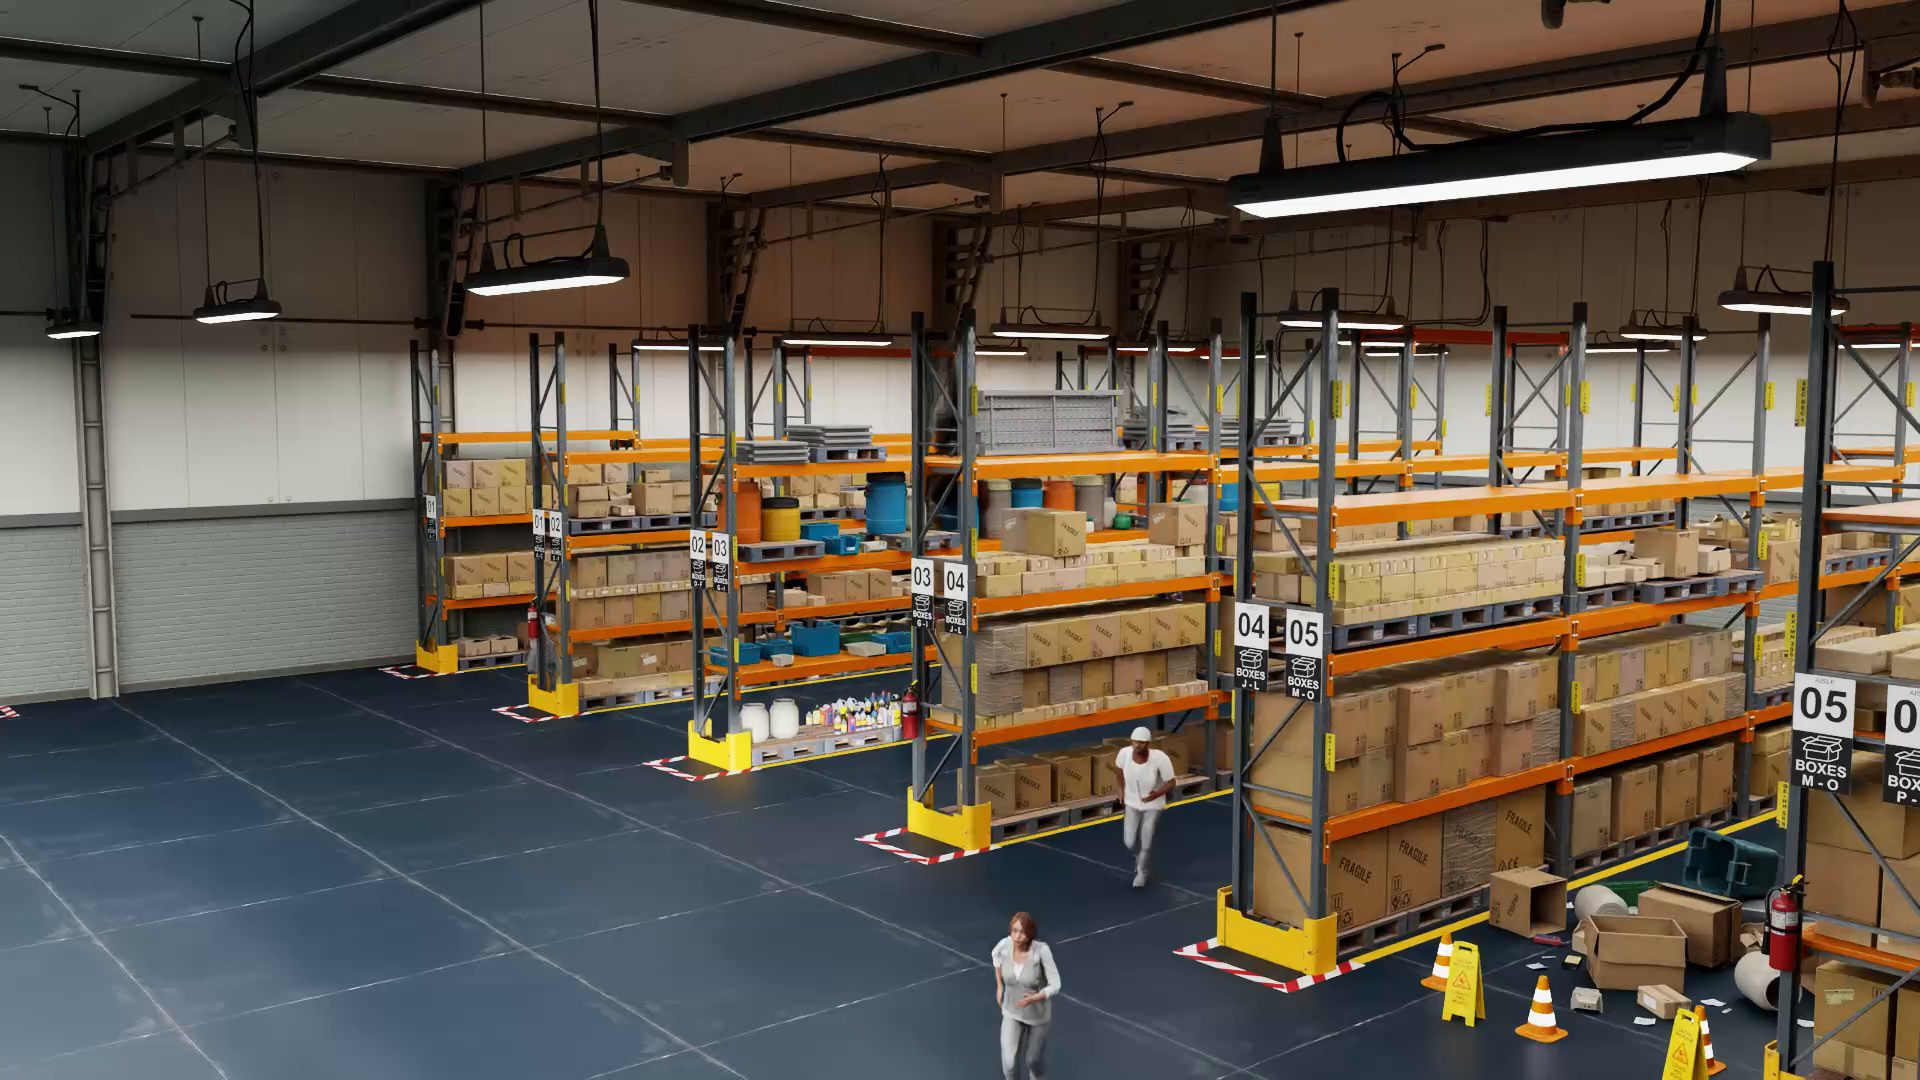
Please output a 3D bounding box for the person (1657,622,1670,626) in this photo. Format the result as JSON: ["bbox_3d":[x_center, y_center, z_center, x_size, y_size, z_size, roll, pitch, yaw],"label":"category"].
[{"bbox_3d":[10.461,2.054,24.625,0.826,1.762,0.679,-5,7,-43],"label":"person"}]

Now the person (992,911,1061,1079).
[{"bbox_3d":[0.460,3.280,11.558,0.539,1.524,0.806,1,5,15],"label":"person"}]

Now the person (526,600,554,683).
[{"bbox_3d":[-7.032,1.788,27.966,0.548,1.612,0.545,3,6,28],"label":"person"}]

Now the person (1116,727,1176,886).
[{"bbox_3d":[1.880,2.736,17.078,0.672,1.698,0.645,2,6,19],"label":"person"}]
